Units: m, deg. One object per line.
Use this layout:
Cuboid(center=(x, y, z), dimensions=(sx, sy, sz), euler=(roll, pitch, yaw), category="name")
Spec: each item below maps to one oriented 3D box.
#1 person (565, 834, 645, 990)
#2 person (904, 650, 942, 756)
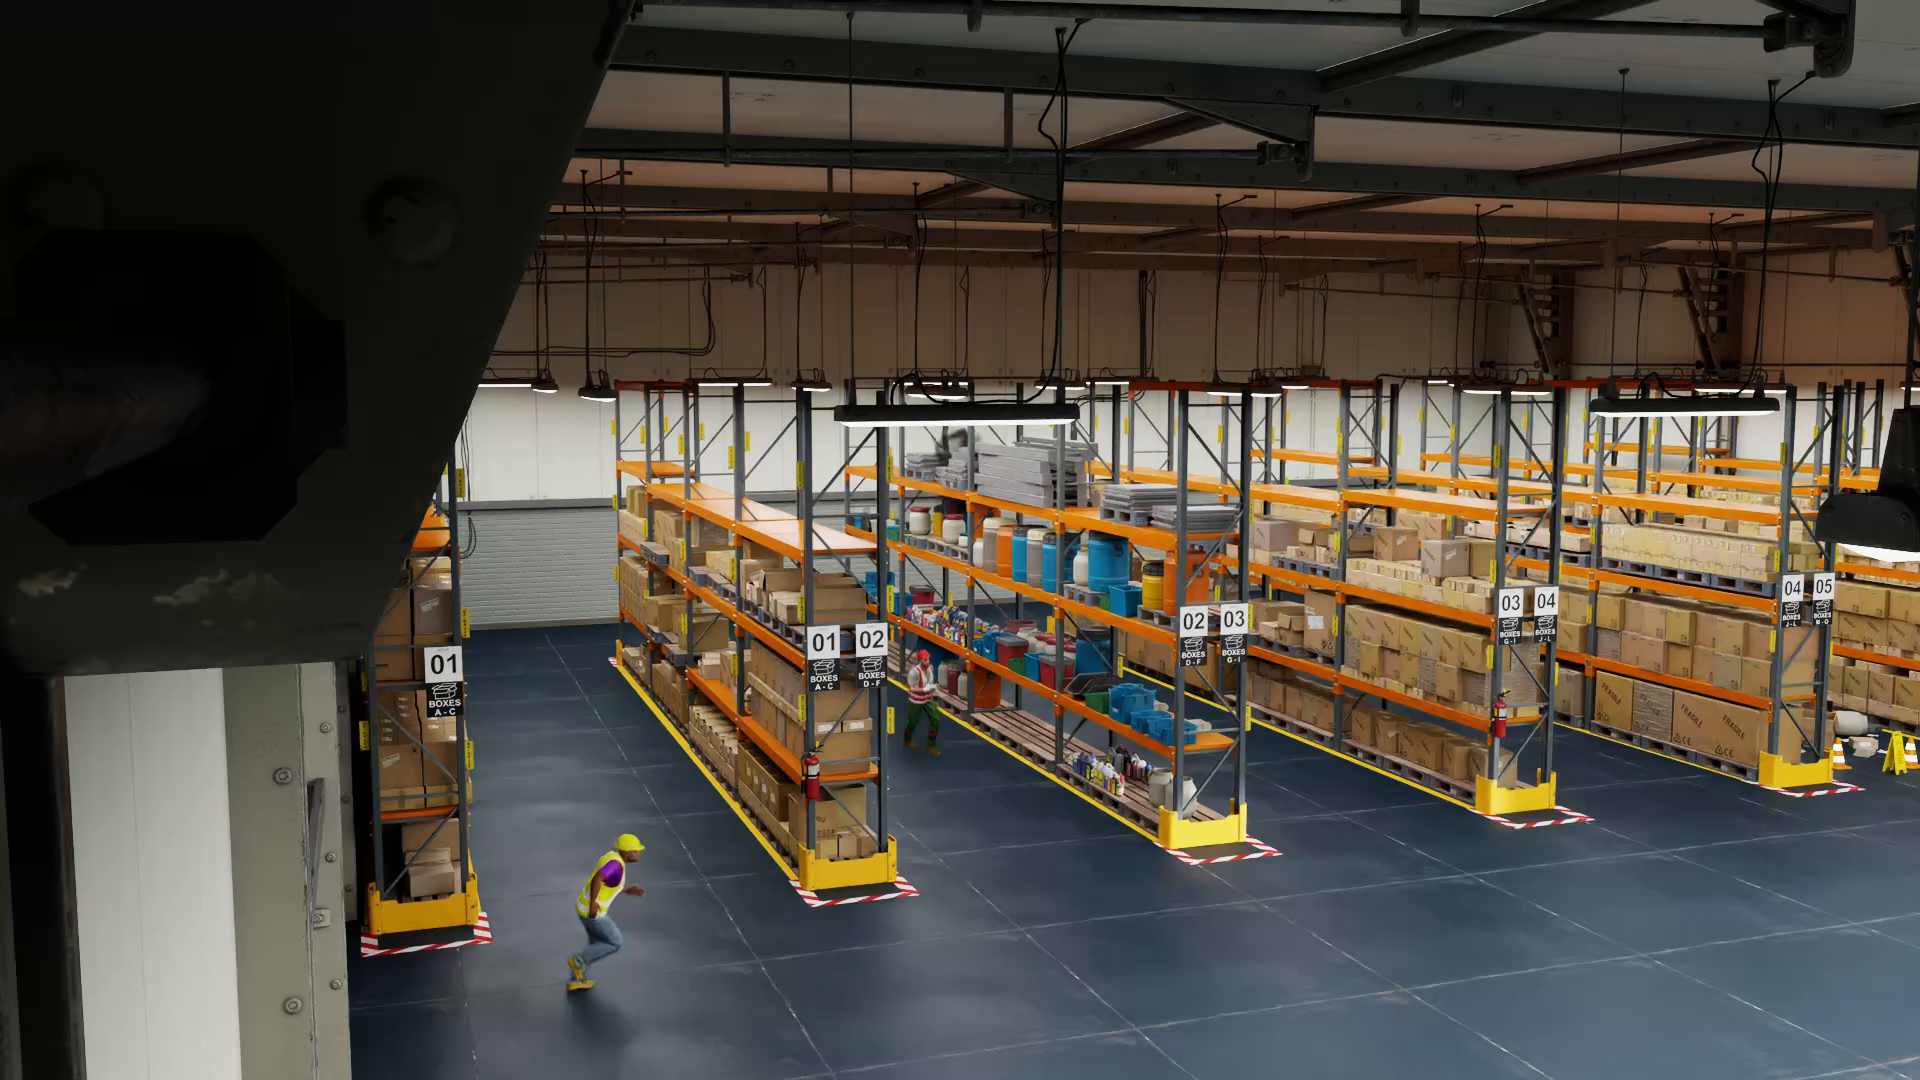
Cuboid(center=(-3.584, 3.774, 16.798), dimensions=(0.819, 1.577, 0.743), euler=(-1, 6, -13), category="person")
Cuboid(center=(-0.634, 2.623, 26.968), dimensions=(0.687, 1.760, 0.918), euler=(-4, 8, -36), category="person")
